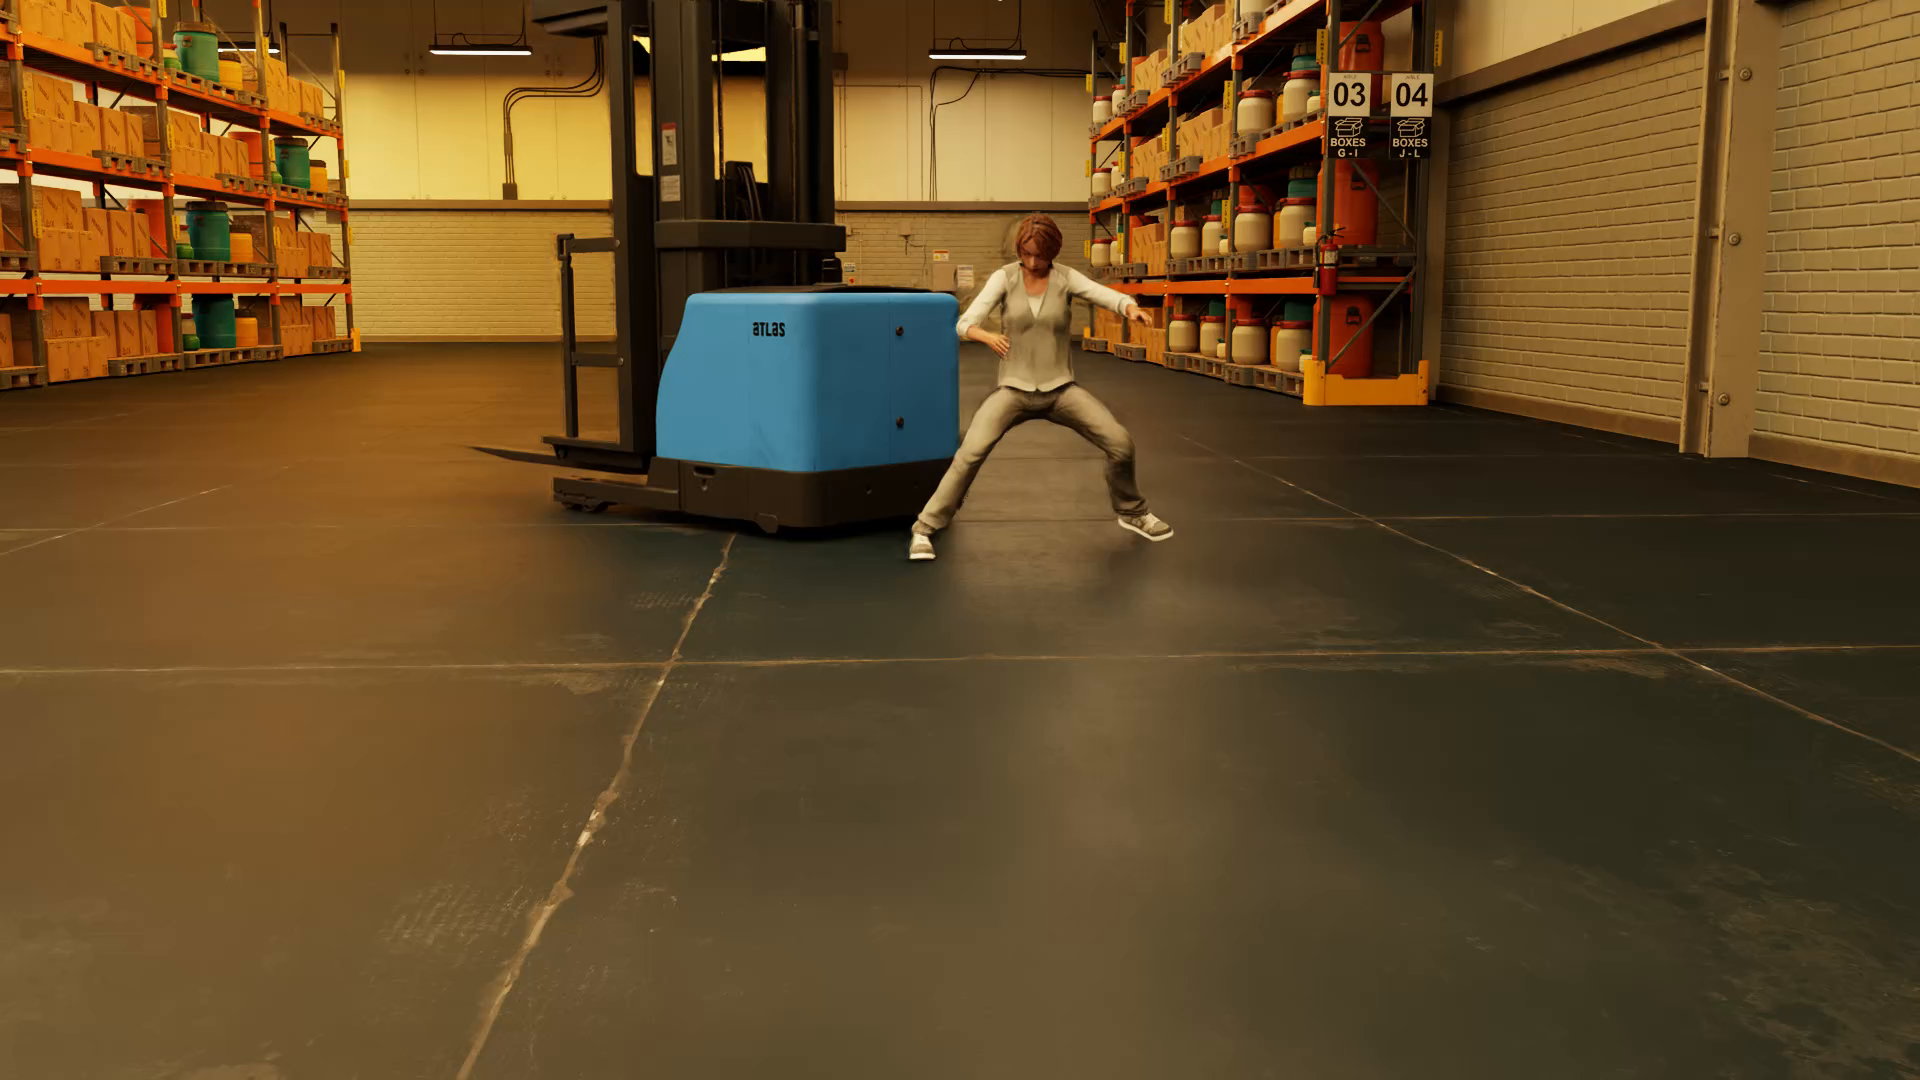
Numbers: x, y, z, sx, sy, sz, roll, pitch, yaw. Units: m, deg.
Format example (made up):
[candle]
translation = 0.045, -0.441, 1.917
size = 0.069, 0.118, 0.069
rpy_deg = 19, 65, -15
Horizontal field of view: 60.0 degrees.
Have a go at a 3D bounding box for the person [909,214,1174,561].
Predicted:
[person]
translation = 0.354, -0.631, 6.866
size = 1.126, 1.377, 0.648
rpy_deg = 0, 8, 0

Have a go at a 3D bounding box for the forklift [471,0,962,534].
[forklift]
translation = -1.407, -1.634, 8.334
size = 3.031, 2.935, 1.130
rpy_deg = 8, 12, 43
